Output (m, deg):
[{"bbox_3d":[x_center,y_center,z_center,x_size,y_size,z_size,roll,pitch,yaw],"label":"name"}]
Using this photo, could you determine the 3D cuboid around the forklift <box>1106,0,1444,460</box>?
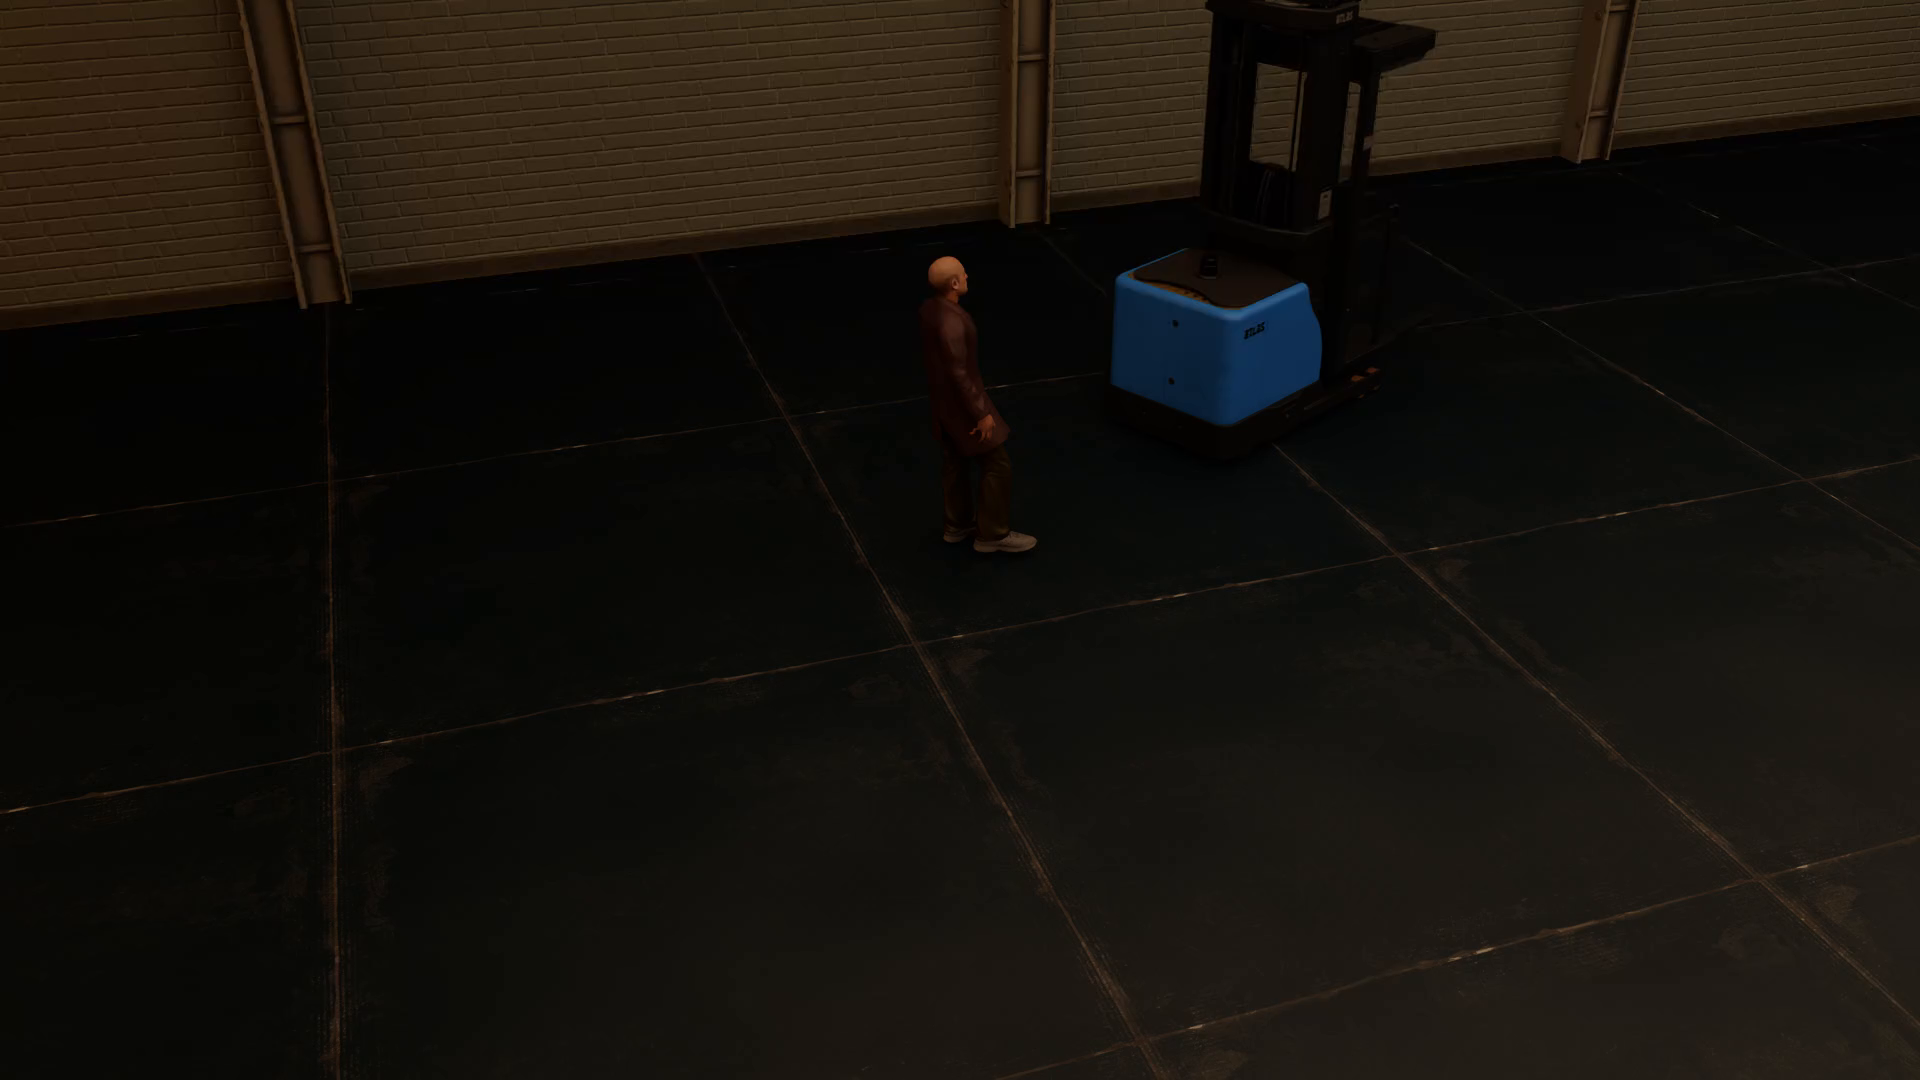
[{"bbox_3d":[2.391,-2.428,11.307,1.130,2.935,3.031,26,39,37],"label":"forklift"}]

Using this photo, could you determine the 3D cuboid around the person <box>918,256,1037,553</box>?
[{"bbox_3d":[0.088,-0.789,9.600,0.583,1.774,0.694,-10,31,-16],"label":"person"}]
